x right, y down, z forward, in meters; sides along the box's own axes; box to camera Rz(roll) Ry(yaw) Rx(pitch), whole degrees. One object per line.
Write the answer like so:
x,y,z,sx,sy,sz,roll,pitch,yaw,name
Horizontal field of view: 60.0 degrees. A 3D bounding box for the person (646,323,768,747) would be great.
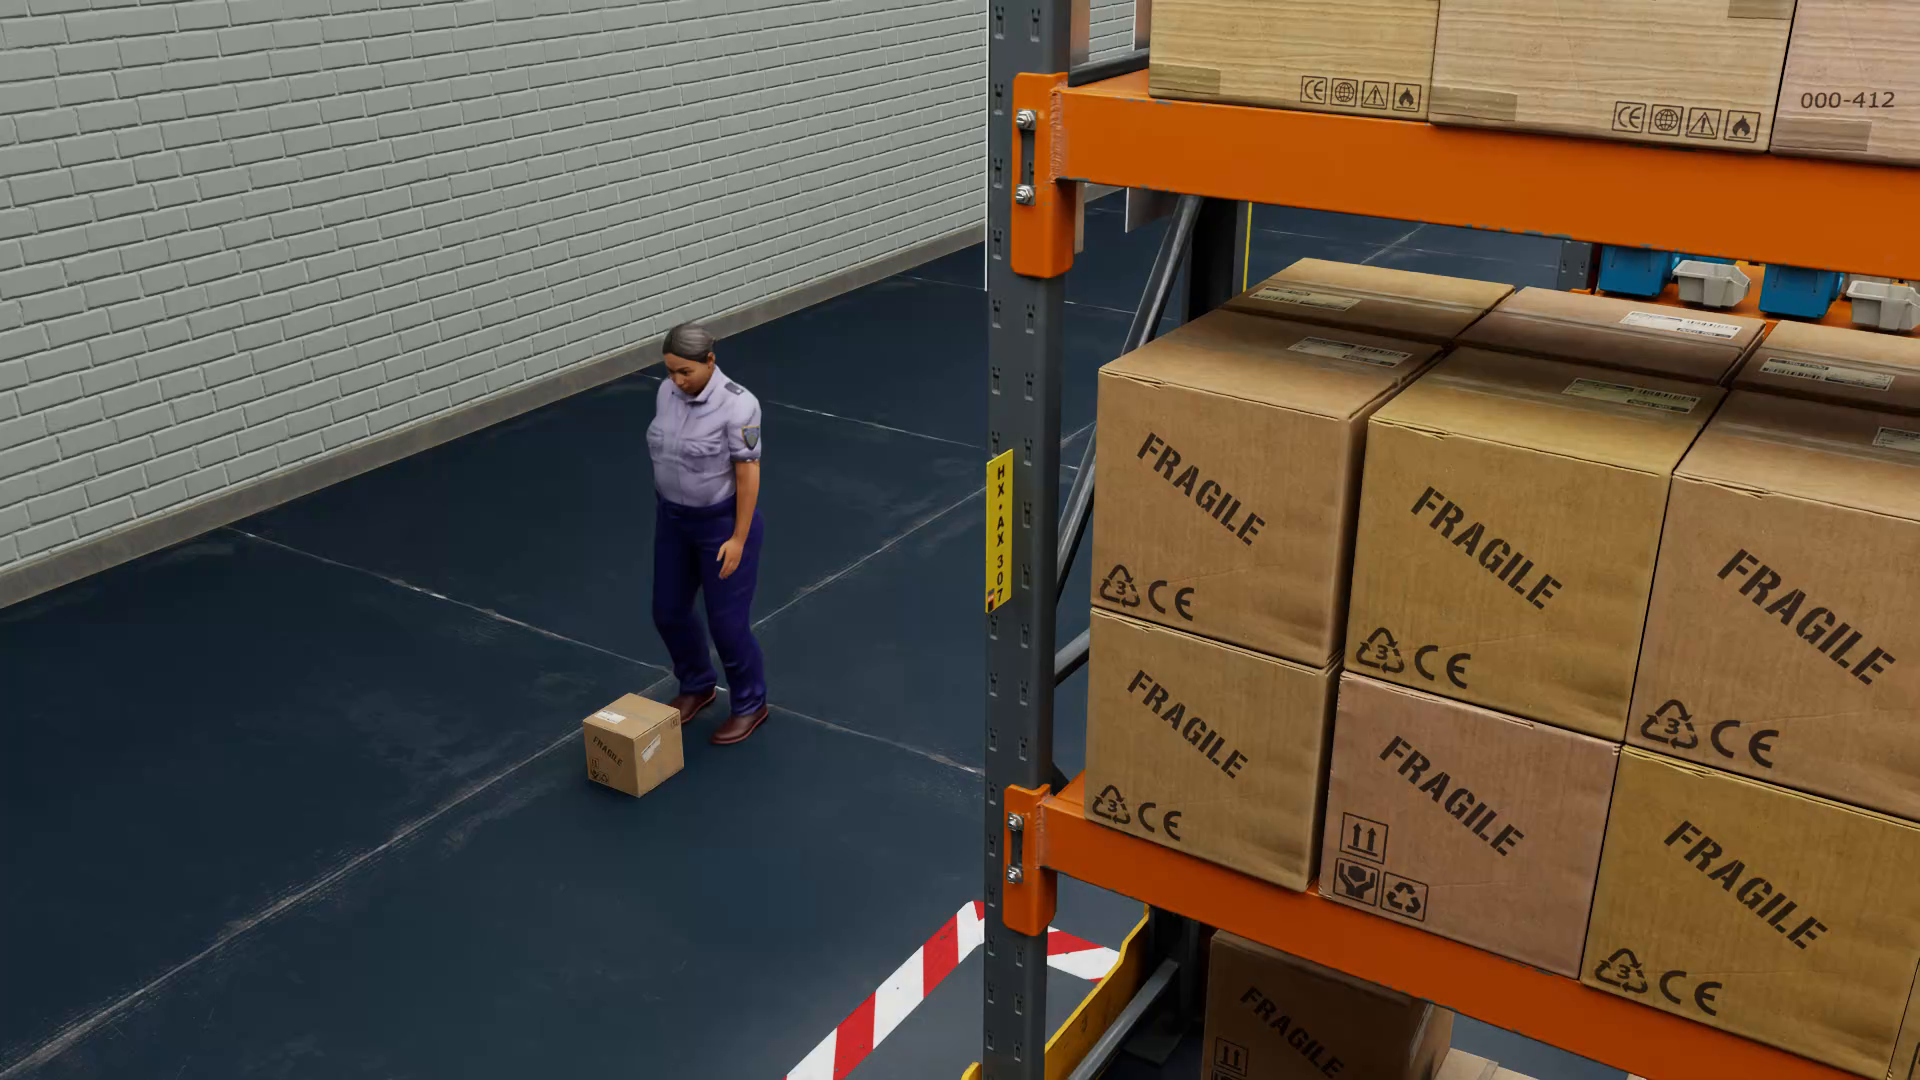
-0.932,-0.033,6.229,0.483,1.631,0.352,14,27,30,person
